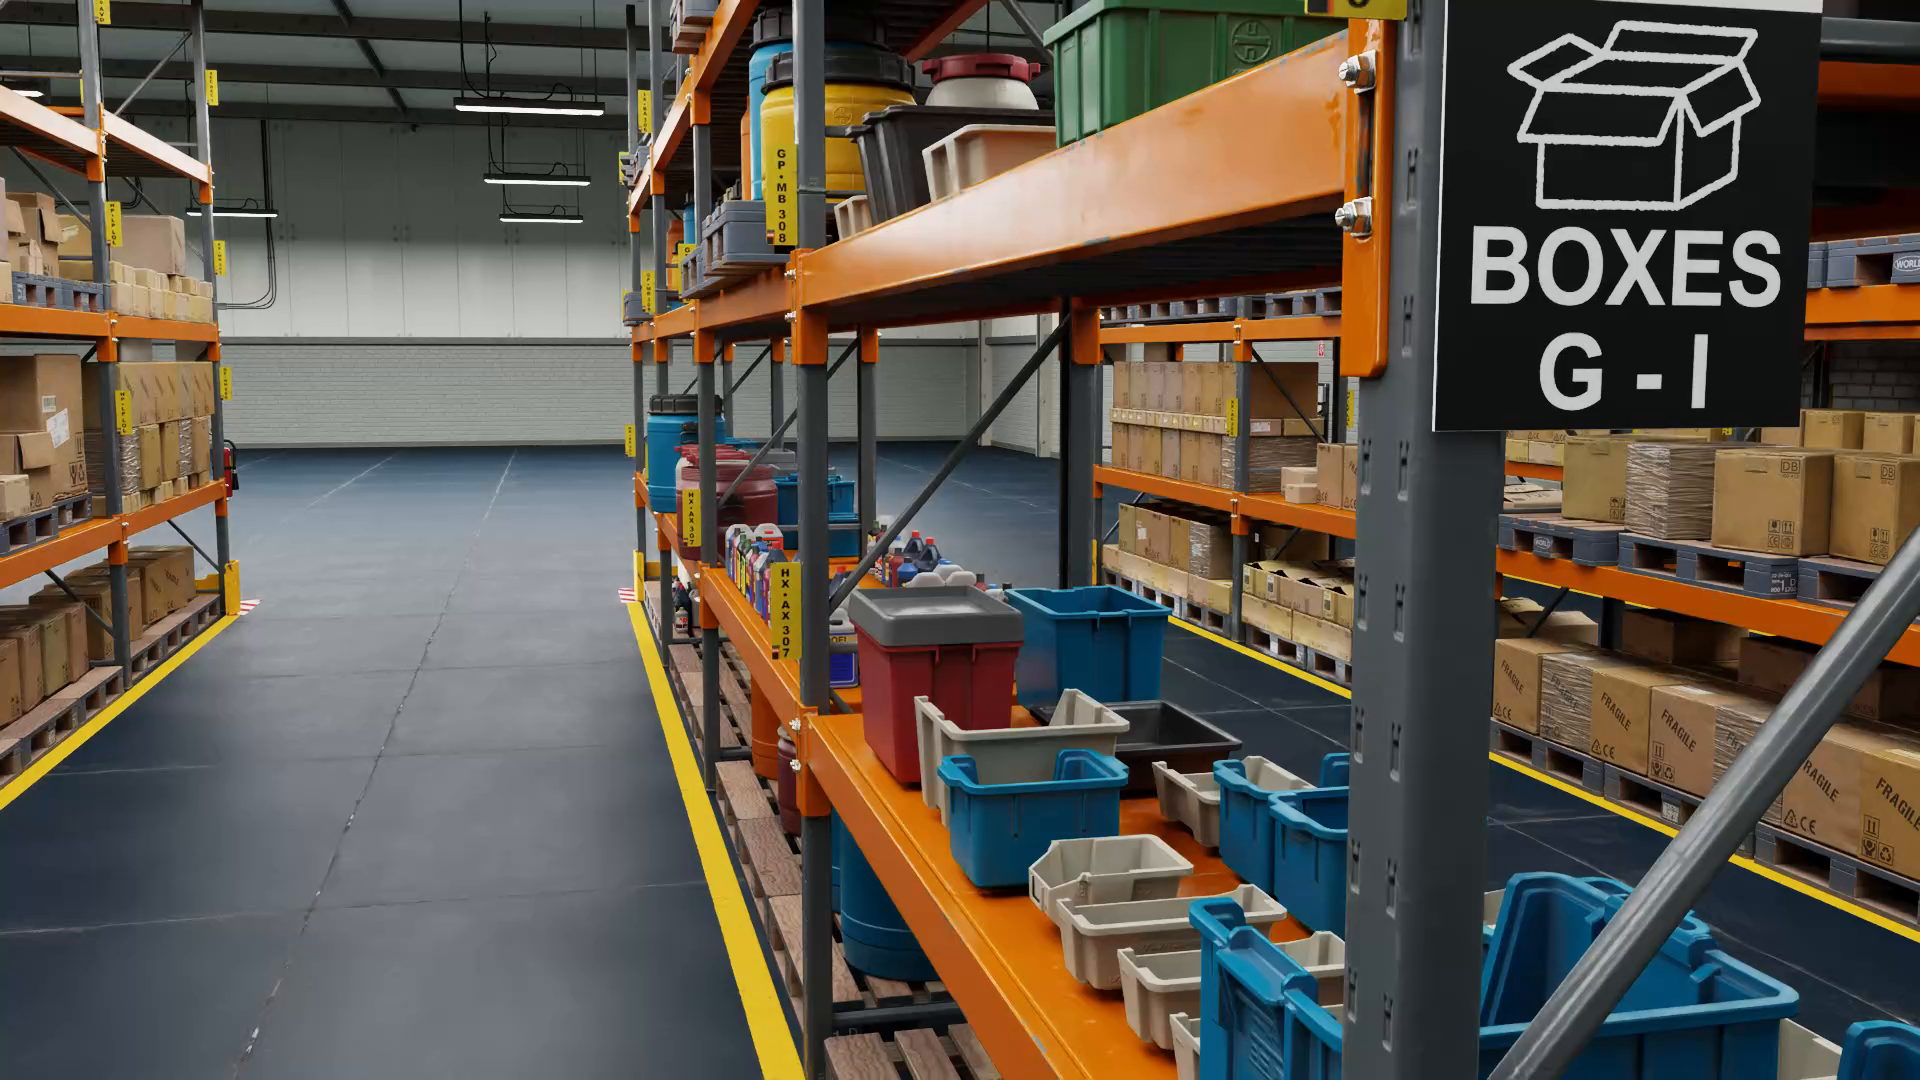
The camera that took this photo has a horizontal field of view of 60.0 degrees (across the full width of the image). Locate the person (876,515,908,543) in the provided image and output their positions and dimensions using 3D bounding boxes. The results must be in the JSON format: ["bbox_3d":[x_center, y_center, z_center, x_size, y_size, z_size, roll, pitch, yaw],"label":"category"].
[{"bbox_3d":[-0.938,0.236,16.434,0.853,0.927,0.464,-2,6,-17],"label":"person"}]
